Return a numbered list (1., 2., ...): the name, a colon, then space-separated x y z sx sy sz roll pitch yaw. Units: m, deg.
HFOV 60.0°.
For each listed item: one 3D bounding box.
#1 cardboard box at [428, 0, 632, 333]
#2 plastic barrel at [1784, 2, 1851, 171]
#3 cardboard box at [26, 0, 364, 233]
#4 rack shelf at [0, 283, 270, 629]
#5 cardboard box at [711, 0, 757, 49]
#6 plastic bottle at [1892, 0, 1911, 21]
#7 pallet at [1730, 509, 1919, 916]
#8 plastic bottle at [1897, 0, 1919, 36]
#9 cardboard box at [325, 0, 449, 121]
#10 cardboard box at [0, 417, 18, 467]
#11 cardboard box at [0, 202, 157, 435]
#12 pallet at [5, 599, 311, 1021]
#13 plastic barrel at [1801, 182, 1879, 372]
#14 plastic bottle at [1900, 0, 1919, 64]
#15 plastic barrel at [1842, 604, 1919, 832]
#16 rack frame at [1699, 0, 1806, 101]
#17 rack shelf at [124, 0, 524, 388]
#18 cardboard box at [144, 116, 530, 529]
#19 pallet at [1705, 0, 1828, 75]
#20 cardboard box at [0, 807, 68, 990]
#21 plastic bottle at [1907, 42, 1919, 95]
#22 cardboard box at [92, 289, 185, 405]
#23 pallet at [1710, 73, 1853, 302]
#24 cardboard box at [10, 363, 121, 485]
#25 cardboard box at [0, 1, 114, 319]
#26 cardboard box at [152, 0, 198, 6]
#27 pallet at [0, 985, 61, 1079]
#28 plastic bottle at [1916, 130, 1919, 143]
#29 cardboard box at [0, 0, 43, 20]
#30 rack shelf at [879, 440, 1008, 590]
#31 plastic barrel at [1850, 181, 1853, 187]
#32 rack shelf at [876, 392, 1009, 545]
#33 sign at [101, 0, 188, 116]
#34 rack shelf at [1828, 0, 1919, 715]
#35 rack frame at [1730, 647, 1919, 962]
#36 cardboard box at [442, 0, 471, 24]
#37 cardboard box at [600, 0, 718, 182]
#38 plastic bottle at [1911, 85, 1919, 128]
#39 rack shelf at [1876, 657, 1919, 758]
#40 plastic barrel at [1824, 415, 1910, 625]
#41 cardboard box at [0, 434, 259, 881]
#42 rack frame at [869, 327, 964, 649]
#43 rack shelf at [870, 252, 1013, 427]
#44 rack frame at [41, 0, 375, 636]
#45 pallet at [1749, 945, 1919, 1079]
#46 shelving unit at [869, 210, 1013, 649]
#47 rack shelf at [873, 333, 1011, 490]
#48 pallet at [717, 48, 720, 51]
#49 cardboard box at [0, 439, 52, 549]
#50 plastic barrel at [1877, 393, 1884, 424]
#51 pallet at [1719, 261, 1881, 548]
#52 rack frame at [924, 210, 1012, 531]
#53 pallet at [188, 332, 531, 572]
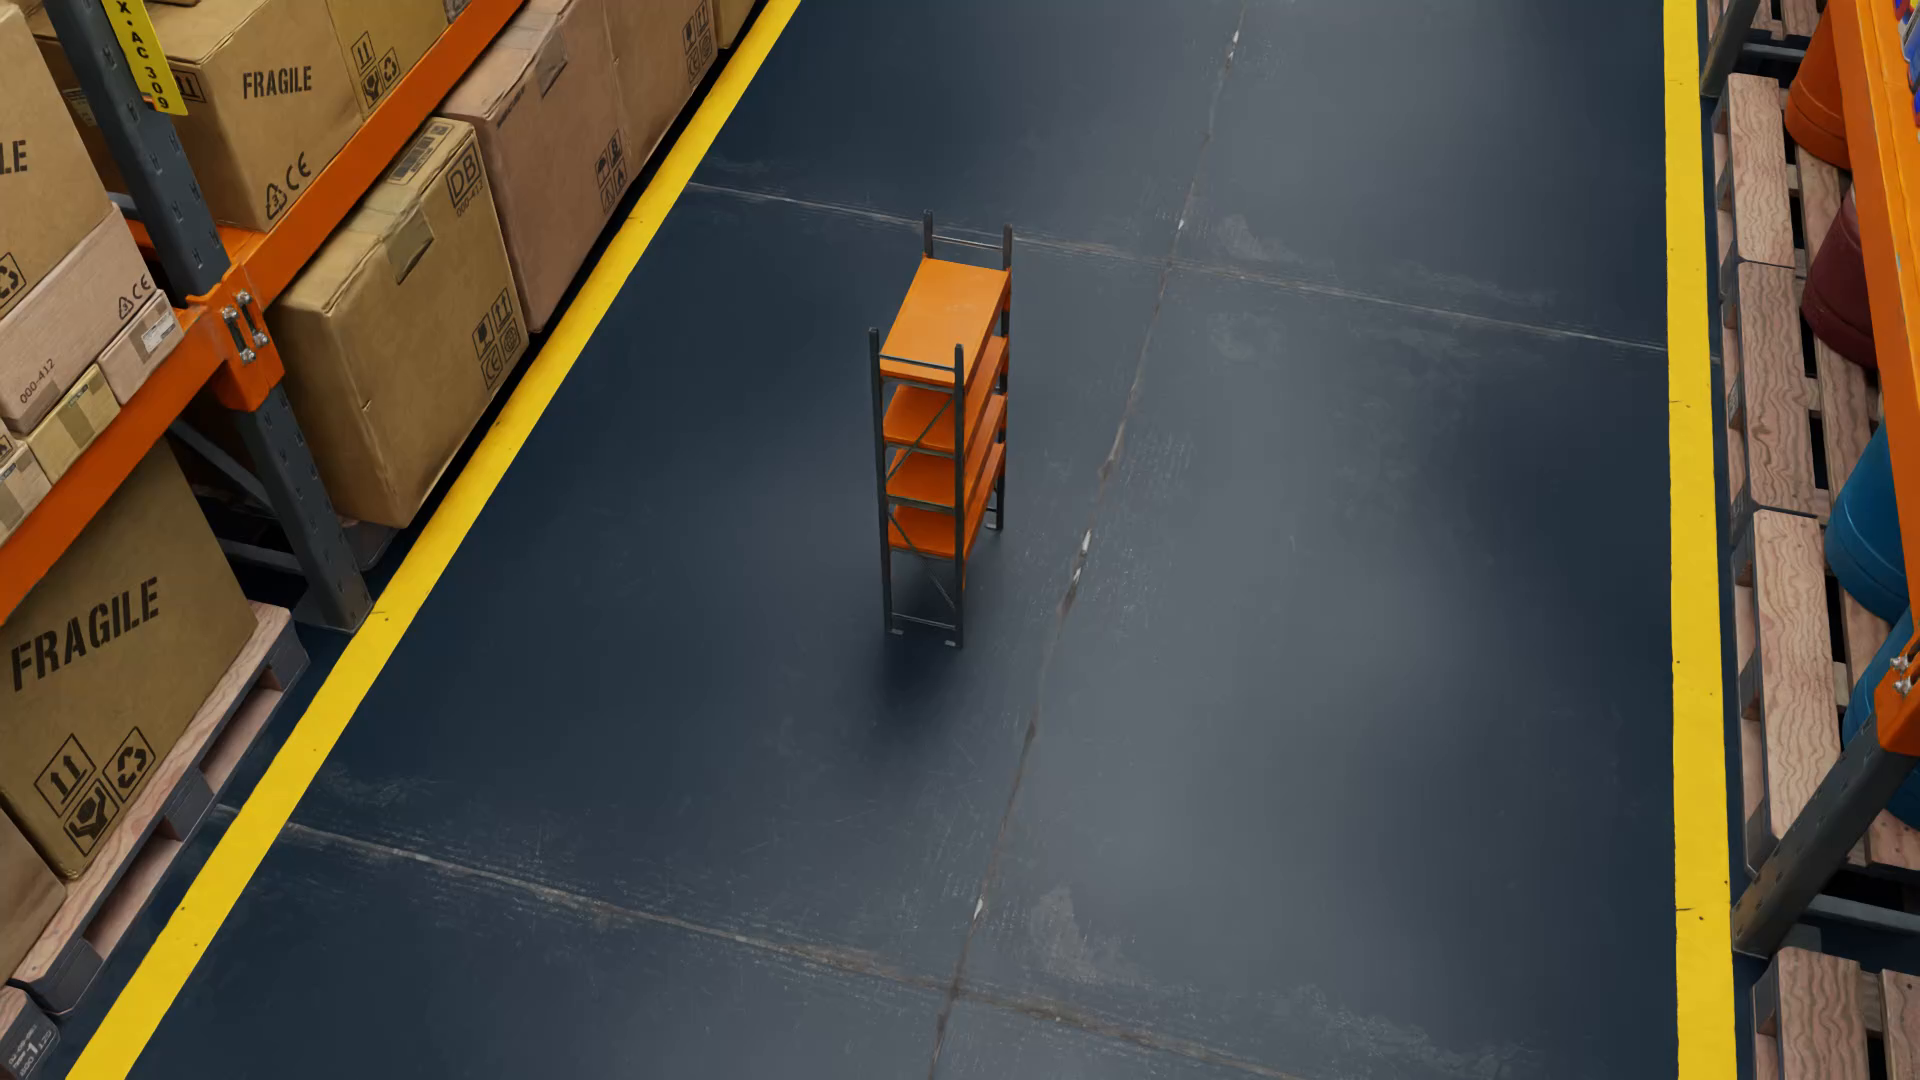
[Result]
1. cardboard box: -1.899 -1.396 5.619 1.225 0.875 0.875 10 49 9
2. plastic barrel: 3.436 -1.827 6.029 0.600 0.830 0.708 12 50 10
3. cardboard box: -1.920 -1.164 4.210 0.500 0.500 0.500 12 50 10
4. rack shelf: -2.809 0.838 2.990 1.077 0.370 4.000 12 50 10
5. cardboard box: -1.432 -2.681 6.753 1.225 0.875 0.875 9 49 8
6. plastic bottle: 2.775 -1.648 4.782 0.061 0.283 0.133 12 50 10
7. pallet: 2.739 0.503 4.665 1.003 0.211 1.213 12 50 10
8. plastic bottle: 2.762 -1.557 4.710 0.097 0.271 0.097 0 49 0
9. cardboard box: -1.789 -1.527 4.531 0.500 0.500 0.500 12 50 10
10. cardboard box: -2.280 -0.150 3.283 0.500 0.250 0.500 13 50 11
11. cardboard box: -2.146 -0.525 3.614 0.500 0.250 0.500 11 49 9
12. pallet: -2.558 0.610 4.571 1.003 0.211 1.213 12 50 10
13. plastic barrel: 3.139 -0.930 5.398 0.600 0.588 0.708 12 50 10
14. plastic bottle: 2.758 -1.470 4.629 0.152 0.276 0.135 12 50 10
15. plastic barrel: 2.655 0.296 4.108 0.600 0.901 0.708 12 50 10
16. rack frame: 3.548 -2.763 5.688 1.000 3.000 0.127 12 50 10
17. rack shelf: -1.756 -2.056 5.543 1.077 0.370 4.000 12 50 10
18. cardboard box: -2.134 -0.750 5.048 1.225 0.875 0.875 12 50 10
19. pallet: 3.790 -2.393 7.221 1.003 0.211 1.213 12 50 10
20. cardboard box: -2.770 0.830 3.654 0.875 0.875 0.875 12 50 10
21. plastic bottle: 2.712 -1.380 4.500 0.144 0.351 0.185 12 50 10
22. cardboard box: -2.047 -0.479 3.840 0.380 0.149 0.250 12 50 10
23. pallet: 3.381 -1.262 6.223 1.003 0.211 1.213 12 50 10
24. cardboard box: -2.115 -0.292 3.675 0.380 0.149 0.250 12 50 11
25. cardboard box: -2.146 -0.759 3.321 0.500 0.500 0.500 13 50 11
26. cardboard box: -2.123 -1.676 3.993 0.797 0.503 0.637 10 49 9
27. pallet: -2.877 1.495 3.789 1.003 0.211 1.213 12 50 10
28. plastic bottle: 2.617 -1.136 4.385 0.097 0.201 0.097 0 49 0
29. cardboard box: -2.423 -1.272 4.306 0.500 0.500 0.500 12 50 10
30. rack shelf: -0.044 -0.101 4.894 0.258 0.148 0.480 12 50 10
31. plastic barrel: 3.374 -1.295 5.772 0.421 0.512 0.421 0 49 0
32. rack shelf: -0.044 -0.233 4.745 0.258 0.148 0.480 12 50 10
33. sign: -1.747 -1.051 3.547 0.100 0.325 0.005 12 50 10
34. rack shelf: 3.022 -1.078 4.681 1.077 0.370 4.000 12 50 10
35. rack frame: 2.496 0.130 3.134 1.000 3.000 0.127 12 50 10
36. cardboard box: -1.657 -1.889 4.850 0.500 0.500 0.500 11 49 9
37. cardboard box: -1.674 -2.038 6.185 1.225 0.875 0.875 12 50 10
38. plastic bottle: 2.630 -1.250 4.431 0.061 0.283 0.133 12 50 10
39. rack shelf: 1.969 1.815 2.127 1.077 0.370 4.000 12 50 10
40. plastic barrel: 2.842 -0.217 4.560 0.600 0.901 0.708 12 50 10
41. cardboard box: -2.534 0.179 4.229 0.875 0.875 0.875 12 50 10
42. rack frame: -0.108 -0.101 4.539 0.240 1.200 0.015 12 50 10
43. rack shelf: -0.044 -0.537 4.400 0.258 0.148 0.480 12 50 10
44. rack frame: -2.283 -0.847 3.997 1.000 3.000 0.127 12 50 10
45. pallet: 2.340 1.593 3.704 1.003 0.211 1.213 12 50 10
46. shelving unit: -0.044 -0.277 4.694 0.258 1.200 0.503 12 50 10
47. rack shelf: -0.044 -0.381 4.577 0.258 0.148 0.480 12 50 10
48. pallet: -1.510 -2.262 7.106 1.003 0.211 1.213 12 50 10
49. cardboard box: -2.182 -0.107 3.511 0.380 0.149 0.250 11 49 9
50. plastic barrel: 3.076 -0.479 5.051 0.421 0.512 0.421 0 49 0
51. pallet: 3.058 -0.382 5.446 1.003 0.211 1.213 12 50 10
52. rack frame: 0.021 -0.454 4.850 0.240 1.200 0.015 12 50 10
53. pallet: -2.152 -0.497 5.548 1.003 0.211 1.213 12 50 10
